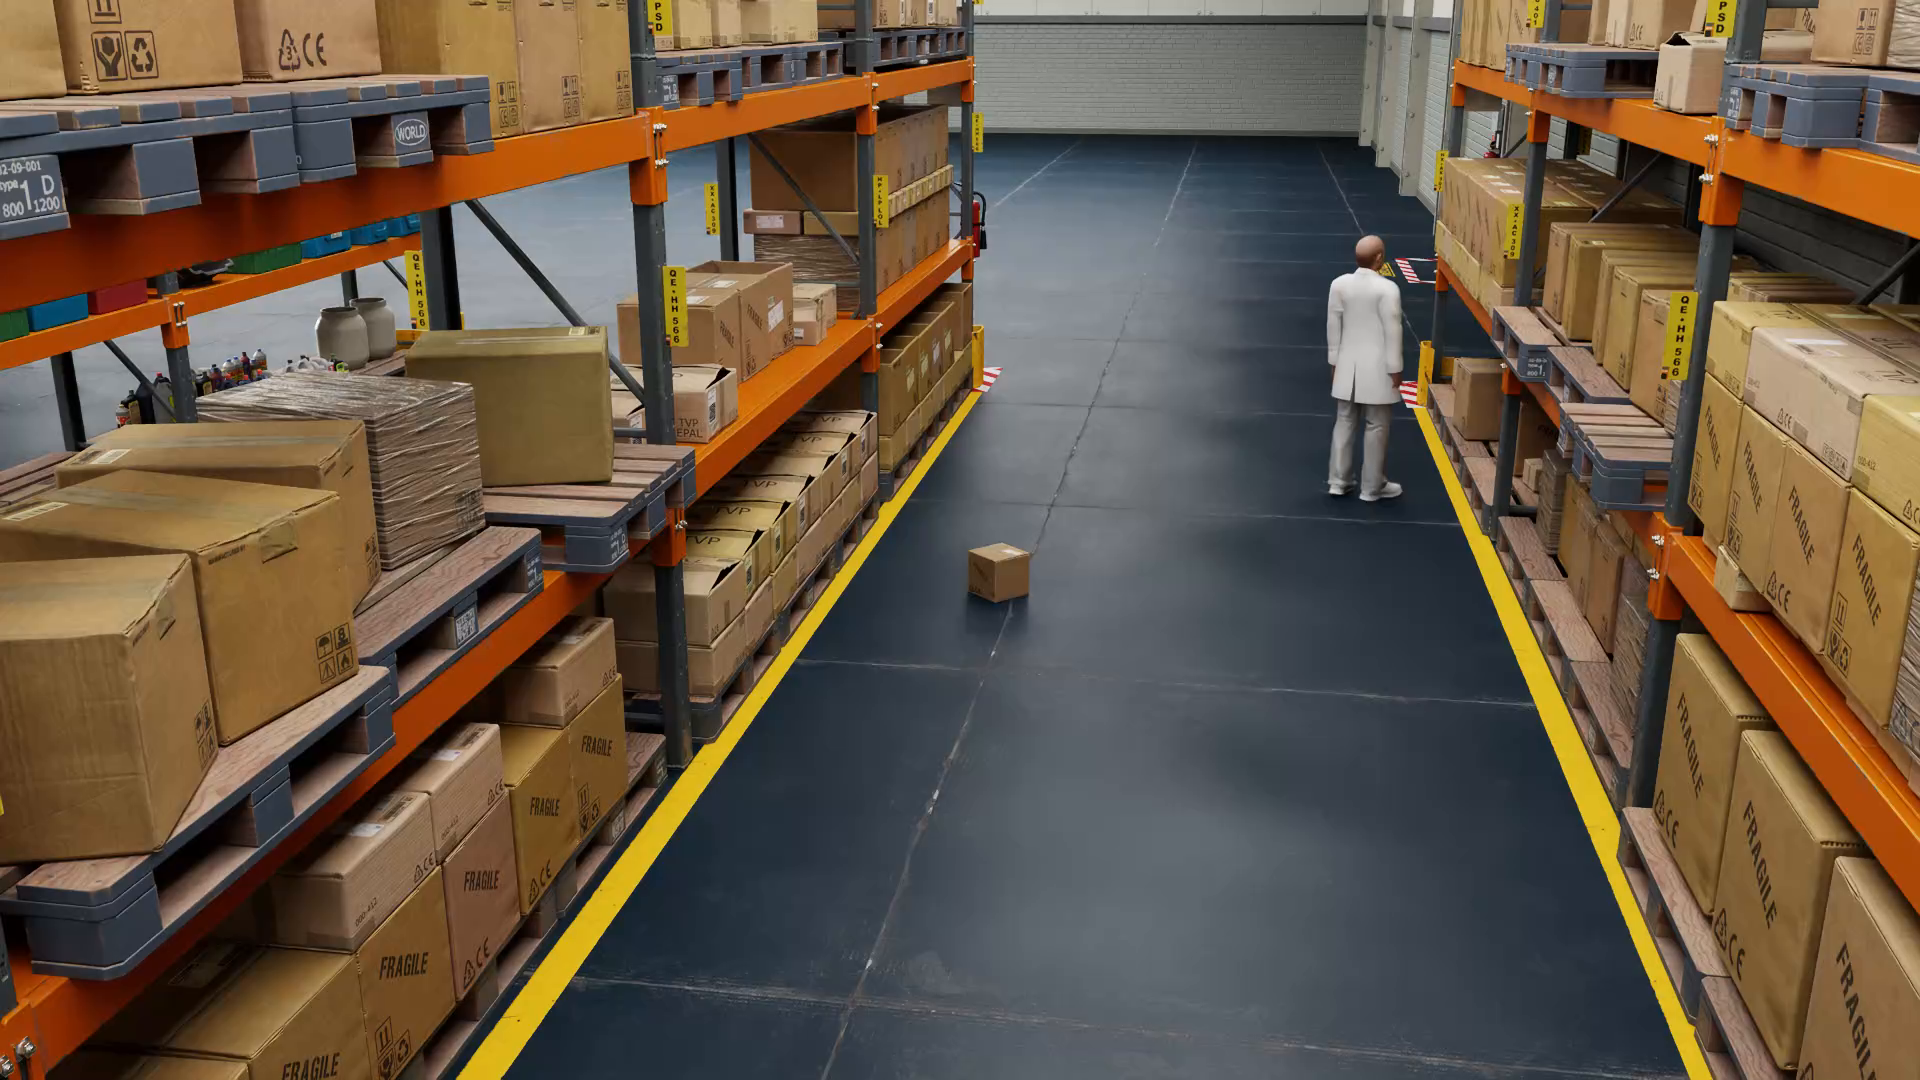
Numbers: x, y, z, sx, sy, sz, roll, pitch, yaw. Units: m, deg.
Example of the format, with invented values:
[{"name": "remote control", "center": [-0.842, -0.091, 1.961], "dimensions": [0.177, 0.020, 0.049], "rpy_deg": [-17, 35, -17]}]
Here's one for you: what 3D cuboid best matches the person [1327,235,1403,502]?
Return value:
[{"name": "person", "center": [2.767, -1.163, 11.247], "dimensions": [0.555, 1.792, 0.404], "rpy_deg": [17, 24, 42]}]
